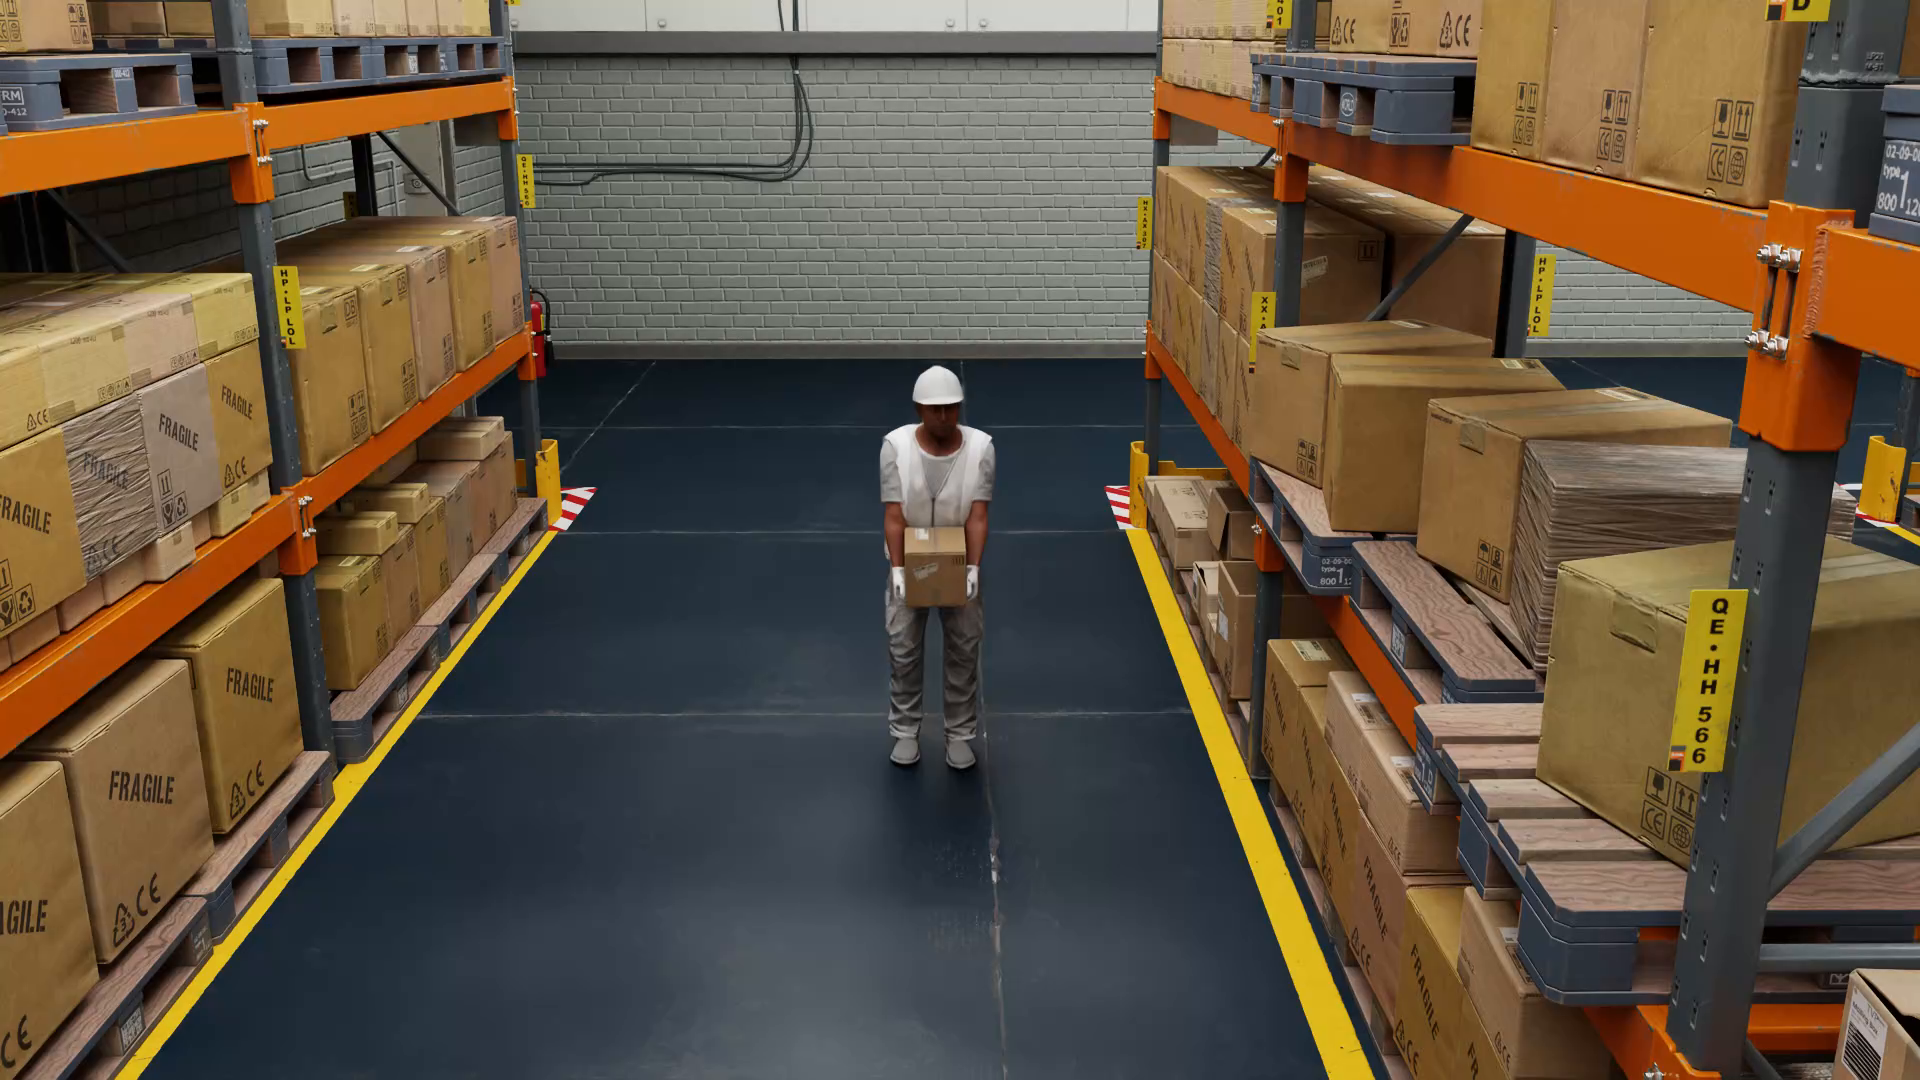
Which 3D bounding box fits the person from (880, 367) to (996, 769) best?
[{"bbox_3d":[-0.092,0.128,7.113,0.491,1.767,0.593,-1,17,-2],"label":"person"}]
